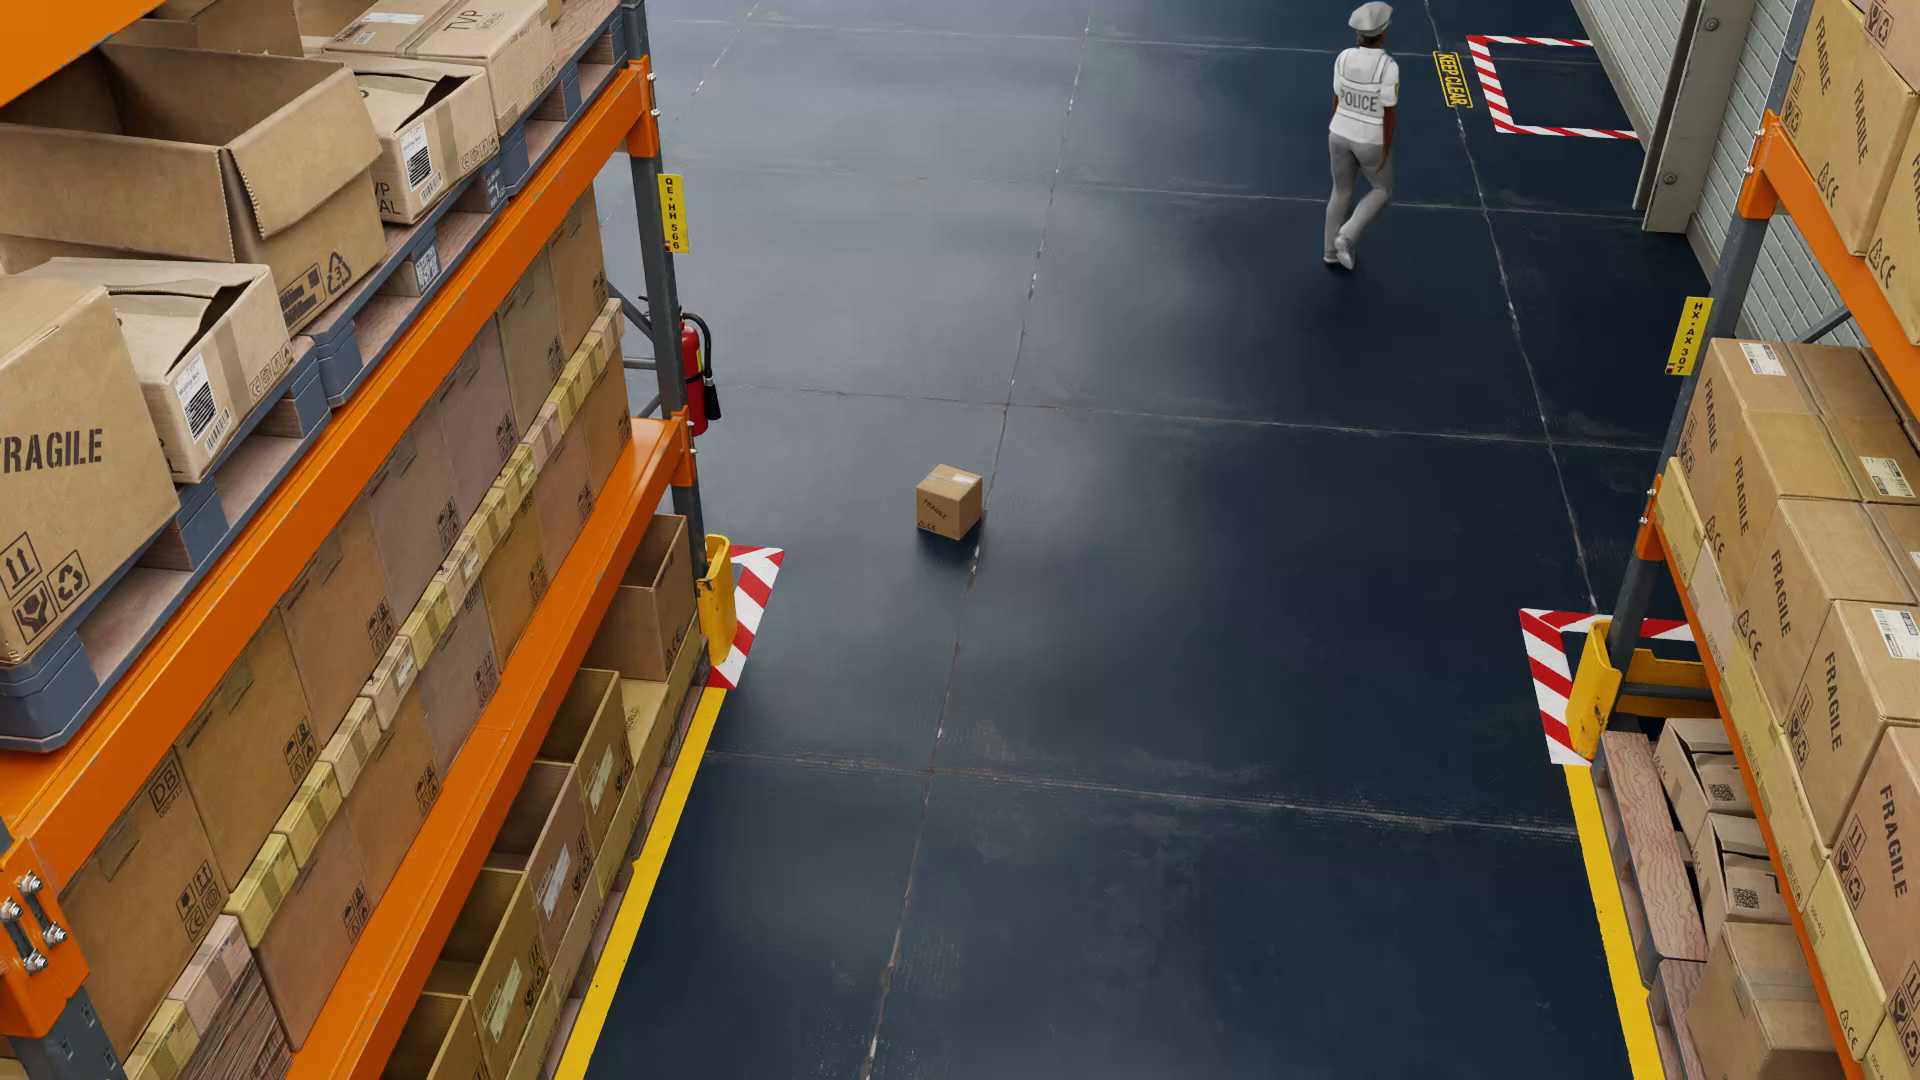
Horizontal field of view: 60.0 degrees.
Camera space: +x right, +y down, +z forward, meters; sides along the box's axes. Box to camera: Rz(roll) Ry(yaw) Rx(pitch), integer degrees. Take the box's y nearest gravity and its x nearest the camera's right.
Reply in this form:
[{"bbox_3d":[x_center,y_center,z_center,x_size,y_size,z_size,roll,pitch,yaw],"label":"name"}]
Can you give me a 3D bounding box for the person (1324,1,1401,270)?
[{"bbox_3d":[2.485,-2.491,10.355,0.444,1.685,0.464,25,43,30],"label":"person"}]
